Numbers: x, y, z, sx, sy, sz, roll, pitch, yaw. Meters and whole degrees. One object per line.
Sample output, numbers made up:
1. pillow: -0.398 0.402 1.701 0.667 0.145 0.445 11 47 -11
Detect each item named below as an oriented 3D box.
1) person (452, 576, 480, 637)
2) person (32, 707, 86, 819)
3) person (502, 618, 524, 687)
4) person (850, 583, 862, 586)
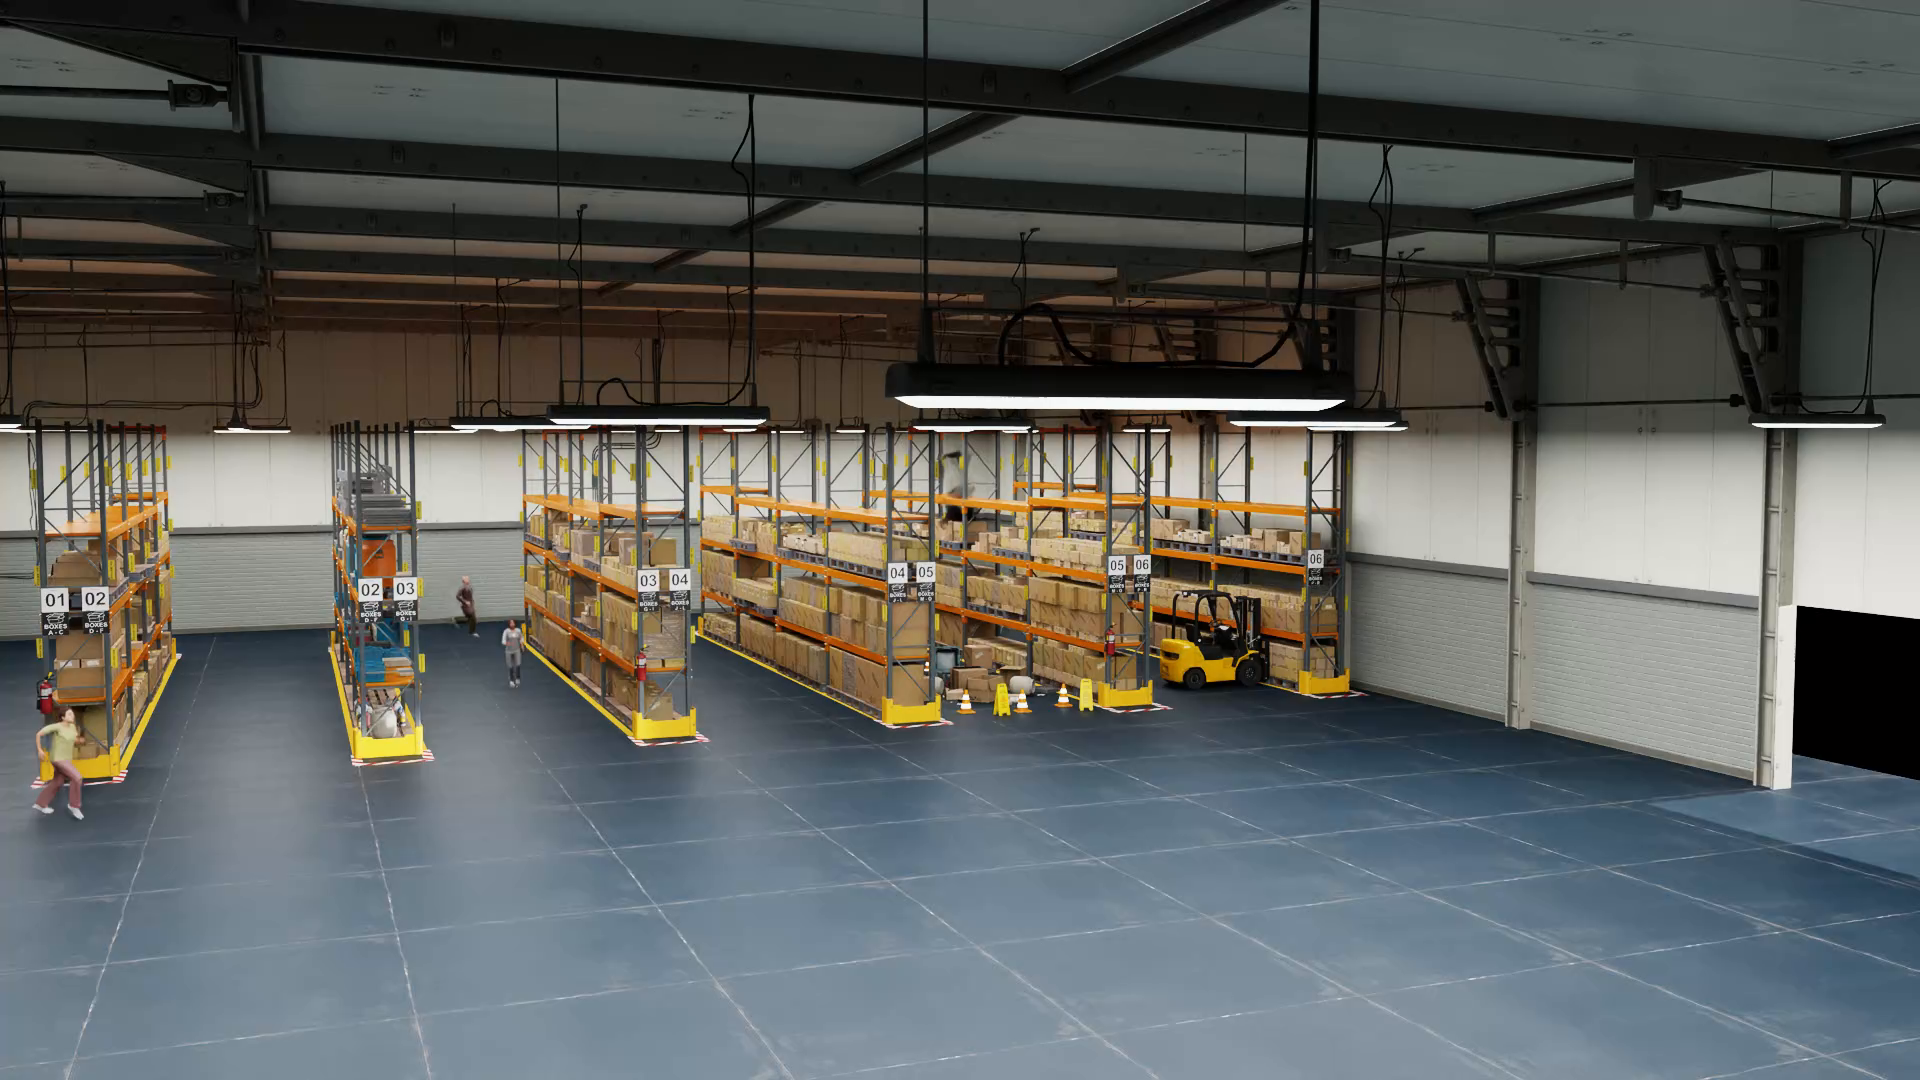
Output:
1. person: -14.154 1.909 47.562 0.835 1.749 0.718 0 4 3
2. person: -13.503 3.339 24.908 0.818 1.692 0.599 0 4 5
3. person: -10.131 2.560 37.747 0.510 1.570 0.636 -1 4 -20
4. person: -3.111 1.668 51.507 0.747 1.757 0.546 -2 4 -31
